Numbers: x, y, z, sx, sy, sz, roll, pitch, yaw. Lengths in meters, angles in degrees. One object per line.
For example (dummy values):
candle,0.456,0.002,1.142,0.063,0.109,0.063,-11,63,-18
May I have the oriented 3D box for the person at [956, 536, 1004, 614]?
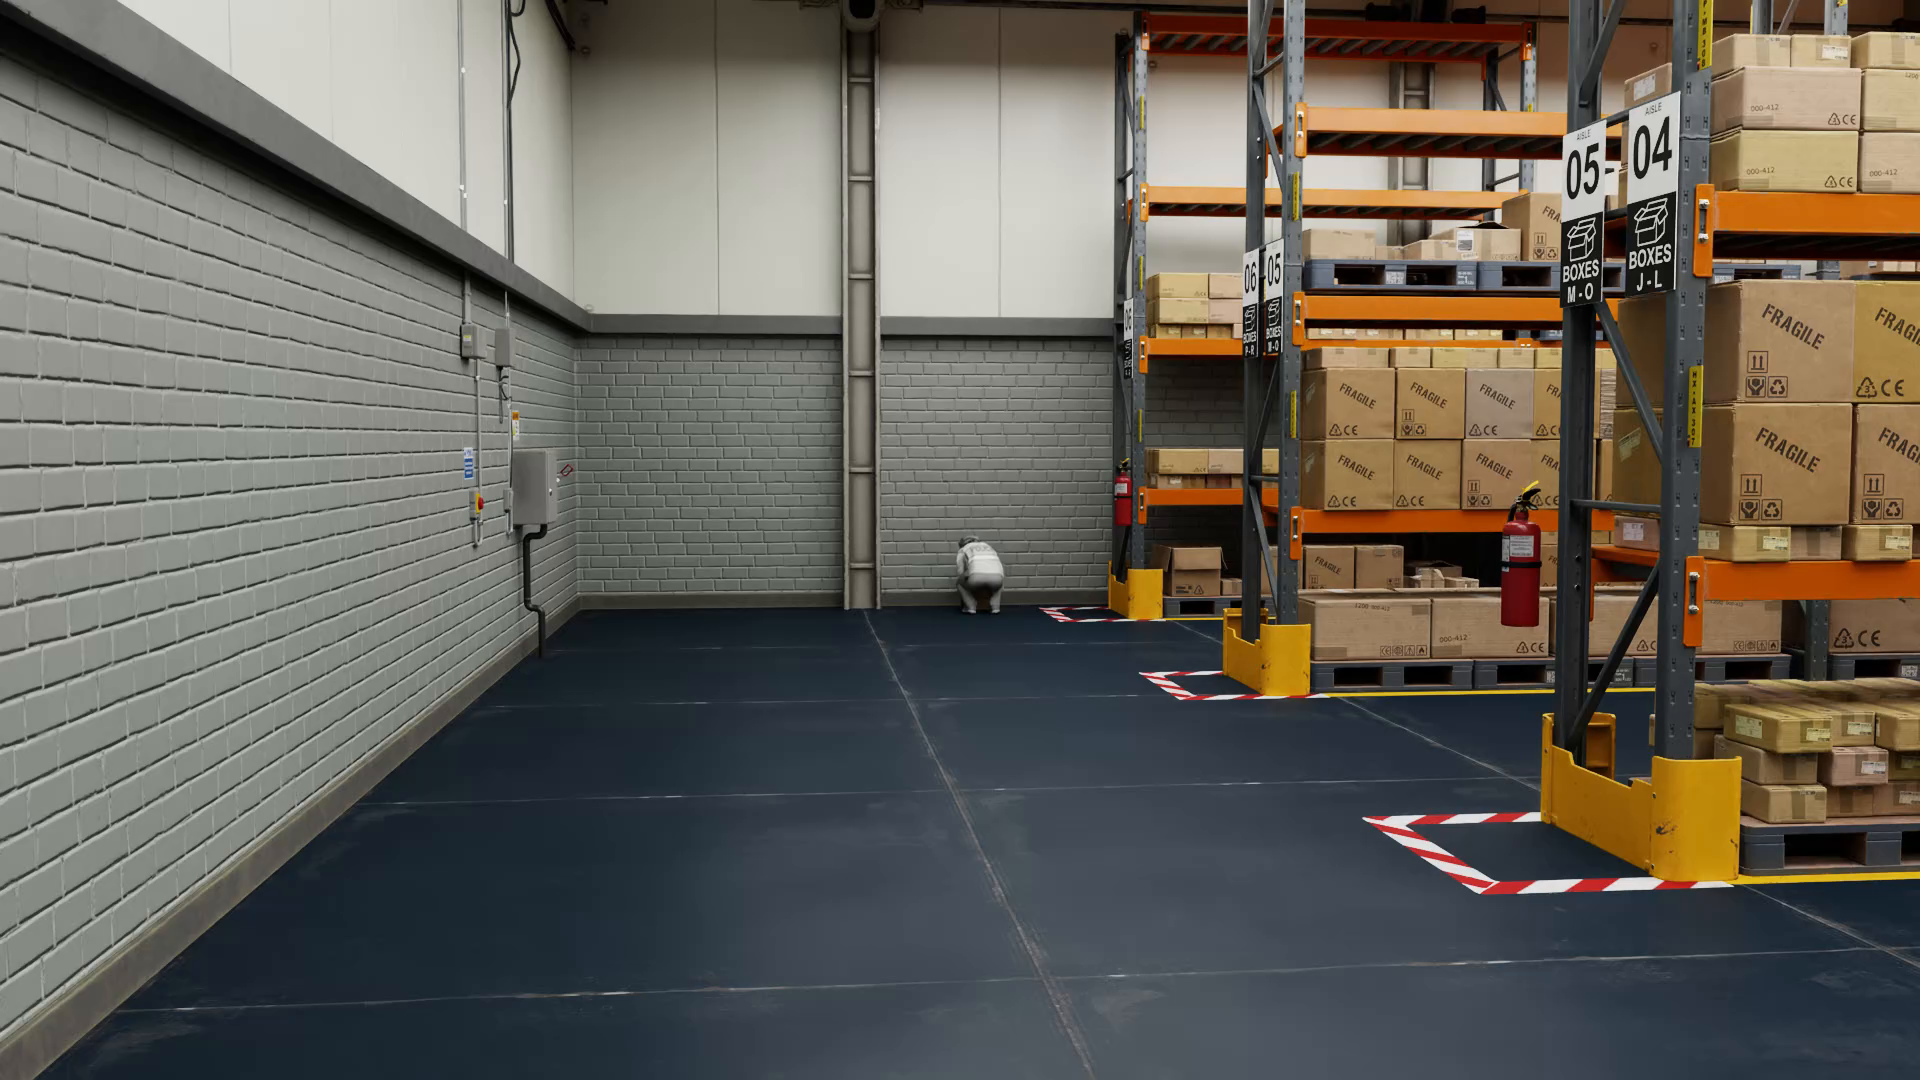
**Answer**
person,0.200,0.394,17.370,0.475,0.851,0.896,0,4,-7
